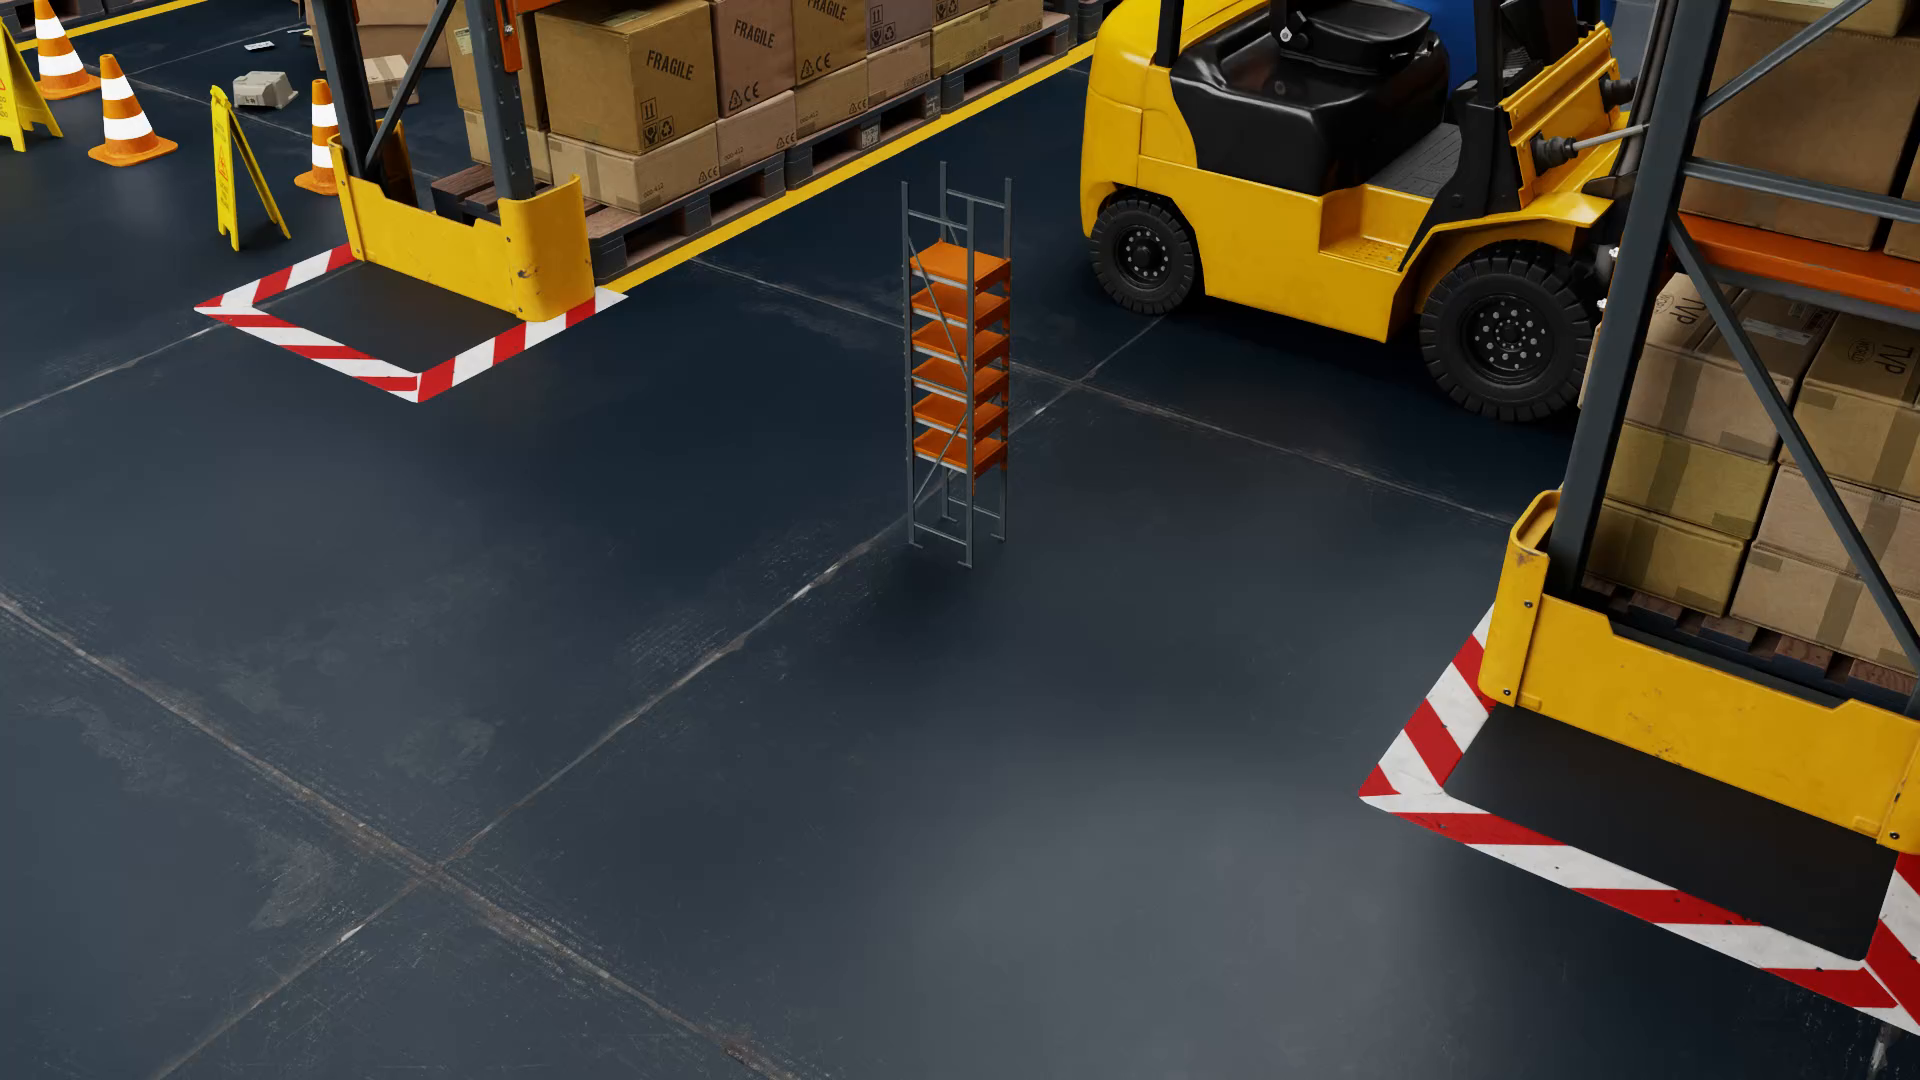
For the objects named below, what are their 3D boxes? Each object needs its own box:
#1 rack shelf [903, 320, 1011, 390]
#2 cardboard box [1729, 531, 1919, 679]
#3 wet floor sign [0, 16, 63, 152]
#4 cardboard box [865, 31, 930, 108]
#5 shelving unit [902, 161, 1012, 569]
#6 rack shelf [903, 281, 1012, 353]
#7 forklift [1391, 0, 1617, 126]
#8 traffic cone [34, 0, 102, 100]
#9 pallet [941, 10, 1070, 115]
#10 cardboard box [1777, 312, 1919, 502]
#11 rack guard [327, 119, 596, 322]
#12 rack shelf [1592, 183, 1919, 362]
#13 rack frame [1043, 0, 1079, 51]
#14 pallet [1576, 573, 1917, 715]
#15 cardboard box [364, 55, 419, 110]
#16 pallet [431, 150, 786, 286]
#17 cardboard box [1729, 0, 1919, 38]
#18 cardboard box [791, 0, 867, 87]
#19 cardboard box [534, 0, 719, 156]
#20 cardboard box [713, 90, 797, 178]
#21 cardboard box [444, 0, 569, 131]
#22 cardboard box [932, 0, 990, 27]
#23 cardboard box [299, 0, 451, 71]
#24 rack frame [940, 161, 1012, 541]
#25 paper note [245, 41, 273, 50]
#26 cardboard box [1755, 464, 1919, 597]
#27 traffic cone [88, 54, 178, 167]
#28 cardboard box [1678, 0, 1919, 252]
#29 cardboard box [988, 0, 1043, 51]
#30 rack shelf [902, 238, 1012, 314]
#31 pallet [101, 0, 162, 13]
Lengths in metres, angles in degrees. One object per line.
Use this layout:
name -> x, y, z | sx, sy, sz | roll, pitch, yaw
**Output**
rack shelf -> -0.008, -0.553, 4.862 | 0.258, 0.103, 0.180 | 21, 39, 28
cardboard box -> 2.454, 0.075, 4.542 | 0.500, 0.250, 0.500 | 21, 40, 28
wet floor sign -> -4.581, -2.224, 7.963 | 0.267, 0.644, 0.232 | 14, 37, 20
cardboard box -> -0.491, -2.348, 8.124 | 0.500, 0.250, 0.500 | 22, 40, 29
shelving unit -> -0.008, -0.490, 4.904 | 0.258, 1.200, 0.189 | 21, 39, 28
rack shelf -> -0.008, -0.652, 4.794 | 0.258, 0.103, 0.180 | 21, 39, 28
forklift -> 2.203, -3.861, 8.343 | 1.130, 2.935, 3.031 | -8, 35, -12
traffic cone -> -4.722, -2.585, 8.660 | 0.336, 0.463, 0.334 | 21, 39, 28
pallet -> -0.140, -2.676, 9.019 | 1.003, 0.211, 1.213 | 21, 39, 28
cardboard box -> 2.443, -0.337, 4.257 | 0.500, 0.250, 0.500 | 21, 39, 28
rack guard -> -2.023, -1.310, 6.741 | 1.175, 0.500, 0.348 | 21, 39, 28
rack shelf -> 3.153, -1.349, 5.210 | 1.077, 0.370, 4.000 | 21, 39, 28
rack frame -> 0.214, -4.152, 8.711 | 1.000, 3.000, 0.127 | 21, 39, 28
pallet -> 2.415, 0.063, 4.969 | 1.003, 0.211, 1.213 | 21, 39, 28
cardboard box -> -2.979, -2.378, 8.633 | 0.250, 0.149, 0.380 | -15, 37, -21
pallet -> -1.531, -1.553, 7.358 | 1.003, 0.211, 1.213 | 21, 39, 28
cardboard box -> 1.981, -1.286, 3.806 | 0.380, 0.149, 0.250 | 22, 40, 29
cardboard box -> -0.779, -2.421, 7.562 | 0.500, 0.500, 0.500 | 22, 40, 29
cardboard box -> -1.367, -1.950, 6.867 | 0.500, 0.500, 0.500 | 20, 39, 27
cardboard box -> -1.082, -1.861, 7.404 | 0.500, 0.250, 0.500 | 23, 40, 30
cardboard box -> -1.824, -2.108, 7.100 | 0.500, 0.500, 0.500 | 22, 40, 28
cardboard box -> -0.191, -2.904, 8.277 | 0.500, 0.500, 0.500 | 22, 40, 29
cardboard box -> -3.145, -2.894, 9.080 | 0.797, 0.503, 0.637 | -3, 34, -4
rack frame -> 0.044, -0.532, 4.966 | 0.240, 1.200, 0.006 | 21, 39, 28
paper note -> -3.926, -2.775, 9.327 | 0.142, 0.017, 0.144 | -22, 40, -29
cardboard box -> 2.452, -0.119, 4.382 | 0.500, 0.250, 0.500 | 22, 40, 29
traffic cone -> -3.987, -2.068, 7.895 | 0.336, 0.463, 0.334 | 21, 39, 28
cardboard box -> 2.078, -1.079, 4.078 | 0.500, 0.500, 0.500 | 20, 39, 27
cardboard box -> 0.098, -2.829, 8.835 | 0.500, 0.250, 0.500 | 23, 40, 30
rack shelf -> -0.008, -0.752, 4.727 | 0.258, 0.103, 0.180 | 21, 39, 28
pallet -> -5.103, -3.642, 10.447 | 1.003, 0.211, 1.213 | 21, 39, 28
